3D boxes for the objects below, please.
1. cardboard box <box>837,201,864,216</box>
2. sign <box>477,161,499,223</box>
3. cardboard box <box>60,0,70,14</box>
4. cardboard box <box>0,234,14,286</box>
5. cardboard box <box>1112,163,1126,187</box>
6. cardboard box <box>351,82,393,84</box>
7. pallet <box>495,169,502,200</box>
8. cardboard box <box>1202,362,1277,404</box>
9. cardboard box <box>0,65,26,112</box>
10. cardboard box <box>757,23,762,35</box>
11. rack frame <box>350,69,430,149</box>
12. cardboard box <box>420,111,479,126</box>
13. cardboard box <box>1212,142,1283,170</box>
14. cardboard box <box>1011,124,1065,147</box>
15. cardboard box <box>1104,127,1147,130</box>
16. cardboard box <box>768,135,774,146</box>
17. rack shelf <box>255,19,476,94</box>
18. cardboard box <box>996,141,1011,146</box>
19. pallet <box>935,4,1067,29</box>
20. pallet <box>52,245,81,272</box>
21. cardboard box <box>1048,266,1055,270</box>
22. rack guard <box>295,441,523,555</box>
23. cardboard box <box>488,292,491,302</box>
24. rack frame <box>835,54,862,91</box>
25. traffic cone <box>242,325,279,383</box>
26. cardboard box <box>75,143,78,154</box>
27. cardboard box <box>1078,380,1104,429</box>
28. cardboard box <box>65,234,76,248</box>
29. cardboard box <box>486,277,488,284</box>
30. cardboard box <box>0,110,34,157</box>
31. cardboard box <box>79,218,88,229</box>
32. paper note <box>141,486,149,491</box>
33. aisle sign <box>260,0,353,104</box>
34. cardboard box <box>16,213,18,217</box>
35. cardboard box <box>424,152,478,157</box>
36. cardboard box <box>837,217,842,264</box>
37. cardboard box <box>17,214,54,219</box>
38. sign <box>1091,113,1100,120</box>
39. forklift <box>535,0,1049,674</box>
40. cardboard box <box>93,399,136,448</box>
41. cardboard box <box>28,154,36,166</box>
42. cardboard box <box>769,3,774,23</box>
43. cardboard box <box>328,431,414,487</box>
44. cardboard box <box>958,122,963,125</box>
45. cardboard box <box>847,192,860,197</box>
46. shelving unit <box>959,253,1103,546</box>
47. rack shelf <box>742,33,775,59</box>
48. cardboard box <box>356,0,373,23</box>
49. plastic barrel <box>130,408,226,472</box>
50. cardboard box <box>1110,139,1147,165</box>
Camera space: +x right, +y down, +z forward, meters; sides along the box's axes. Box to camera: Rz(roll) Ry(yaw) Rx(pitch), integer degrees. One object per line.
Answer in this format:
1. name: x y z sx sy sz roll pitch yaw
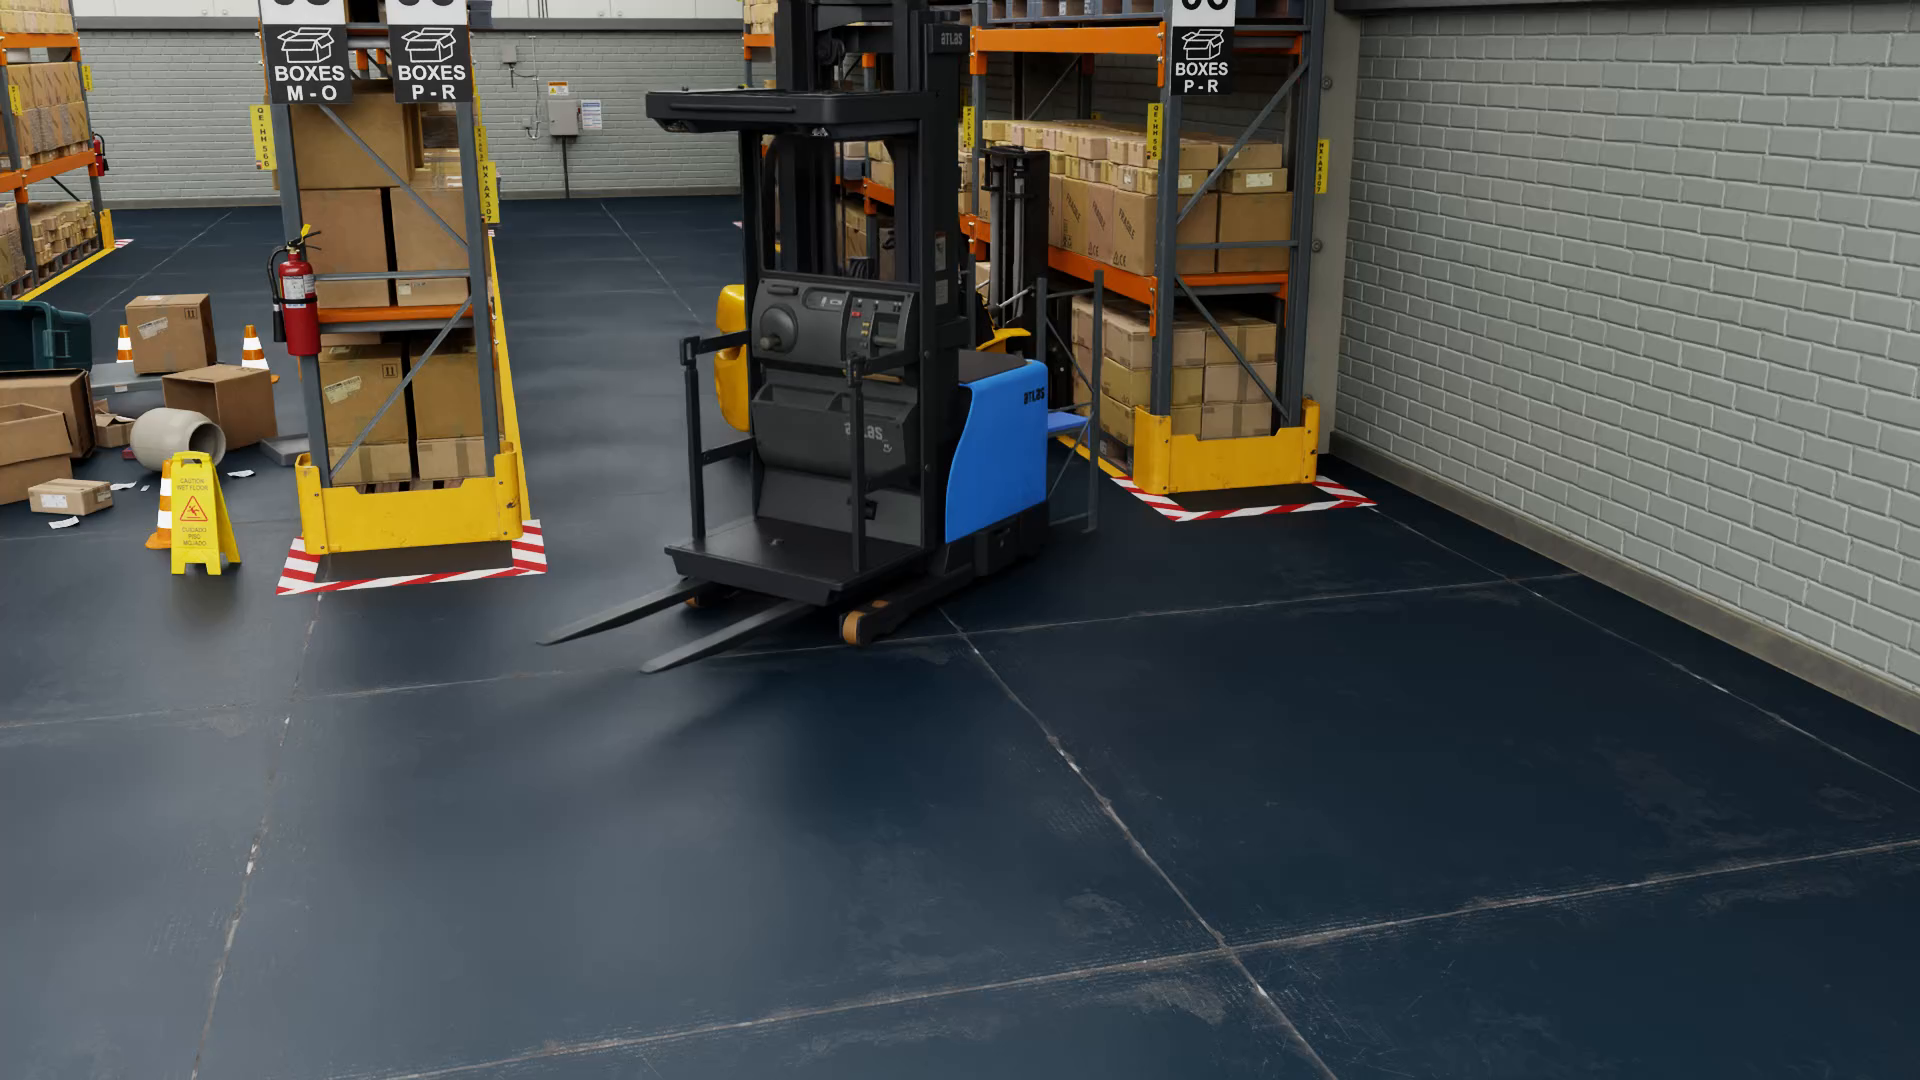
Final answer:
1. cardboard box: -1.341 -3.974 19.955 0.380 0.149 0.250 -4 17 -13
2. sign: -2.555 -1.881 8.994 0.100 0.325 0.005 -5 17 -15
3. cardboard box: -11.834 -6.926 21.474 0.500 0.250 0.500 -5 18 -17
4. cardboard box: -10.520 -3.000 17.841 0.500 0.500 0.500 -5 17 -17
5. cardboard box: 1.219 -2.394 10.906 0.380 0.149 0.250 -4 17 -14
6. cardboard box: -4.032 -2.776 11.050 0.700 0.500 0.500 -5 17 -16
7. pallet: -4.977 -3.355 15.742 1.213 0.211 1.003 -5 17 -15
8. cardboard box: 1.765 -1.087 11.036 0.500 0.250 0.500 -4 17 -14
9. cardboard box: -10.996 -5.136 18.908 0.500 0.500 0.500 -4 17 -14
10. cardboard box: -2.639 -7.160 23.298 0.380 0.149 0.250 -5 17 -15
11. rack frame: -4.176 -2.529 12.659 1.000 3.000 0.127 -5 17 -15
12. cardboard box: -4.290 -3.350 13.968 0.500 0.500 0.500 -5 17 -16
13. cardboard box: 1.808 -2.427 10.500 0.380 0.149 0.250 -5 17 -16
14. cardboard box: 0.607 -3.098 12.733 0.380 0.149 0.250 -4 17 -14
15. cardboard box: 1.295 -3.003 12.416 0.380 0.149 0.250 -5 17 -16
16. cardboard box: -2.478 -5.578 23.244 0.380 0.149 0.250 -4 17 -14
17. rack shelf: -3.626 -3.068 10.489 1.077 0.370 4.000 -5 17 -15
18. cardboard box: 0.503 -3.101 13.260 0.380 0.149 0.250 -4 17 -14
19. pallet: 0.341 -4.511 14.373 0.805 0.209 1.217 -5 18 -17
20. pallet: -11.664 -3.509 20.765 1.003 0.211 1.213 -5 17 -15
21. cardboard box: 0.917 -2.165 13.758 0.500 0.250 0.500 -4 17 -14
22. rack guard: -3.098 -0.247 9.405 1.175 0.500 0.348 -5 17 -15
23. cardboard box: -3.614 -1.490 11.944 0.500 0.500 0.500 -4 17 -14
24. rack frame: -1.603 -5.136 21.335 1.000 3.000 0.127 -5 17 -15
25. traffic cone: -5.863 -1.547 13.797 0.336 0.463 0.334 -5 17 -15
26. cardboard box: -11.729 -5.101 21.658 0.380 0.149 0.250 -5 17 -16
27. cardboard box: 1.134 -0.944 11.430 0.500 0.250 0.500 -5 17 -15
28. cardboard box: -11.436 -3.783 21.058 0.380 0.149 0.250 -4 17 -14
29. cardboard box: -3.075 -1.635 10.119 0.380 0.149 0.250 -4 17 -14
30. cardboard box: -11.000 -4.670 19.095 0.500 0.500 0.500 -5 17 -16
31. cardboard box: -11.642 -4.141 21.731 0.380 0.149 0.250 -5 18 -18
32. paper note: -5.159 -0.329 10.529 0.032 0.001 0.123 -5 17 -15
33. aisle sign: -3.339 -2.628 8.468 0.394 0.787 0.004 -5 17 -15
34. cardboard box: -11.846 -3.954 20.592 0.380 0.149 0.250 -5 17 -15
35. cardboard box: -3.667 -2.475 11.786 0.500 0.500 0.500 -4 17 -13
36. cardboard box: -1.261 -3.559 19.702 0.500 0.500 0.500 -5 18 -17
37. cardboard box: -11.377 -3.918 20.474 0.380 0.149 0.250 -5 18 -18
38. sign: 1.129 -3.420 13.980 0.100 0.325 0.005 -5 17 -15
39. forklift: -0.736 -1.059 7.884 1.130 2.935 3.031 11 20 32
40. cardboard box: -6.016 -0.825 11.737 0.396 0.266 0.258 11 20 32
41. cardboard box: -11.205 -4.518 19.715 0.380 0.149 0.250 -6 18 -18
42. cardboard box: -2.259 -7.042 22.212 0.500 0.250 0.500 -4 17 -14
43. cardboard box: -3.564 -0.516 10.006 0.500 0.250 0.500 -5 17 -16
44. cardboard box: 0.104 -4.033 16.363 0.380 0.149 0.250 -5 17 -16
45. cardboard box: -1.225 -4.371 21.278 0.380 0.149 0.250 -5 18 -17
46. shelving unit: 0.253 -0.839 9.639 0.538 1.500 1.048 -15 23 -41
47. rack shelf: -2.153 -6.781 22.849 1.077 0.370 4.000 -5 17 -15
48. cardboard box: -3.590 -3.034 9.560 0.380 0.149 0.250 -5 17 -15
49. plastic barrel: -5.100 -0.641 10.850 0.512 0.421 0.421 7 18 23
50. cardboard box: 1.198 -2.536 10.862 0.380 0.149 0.250 -4 17 -14
